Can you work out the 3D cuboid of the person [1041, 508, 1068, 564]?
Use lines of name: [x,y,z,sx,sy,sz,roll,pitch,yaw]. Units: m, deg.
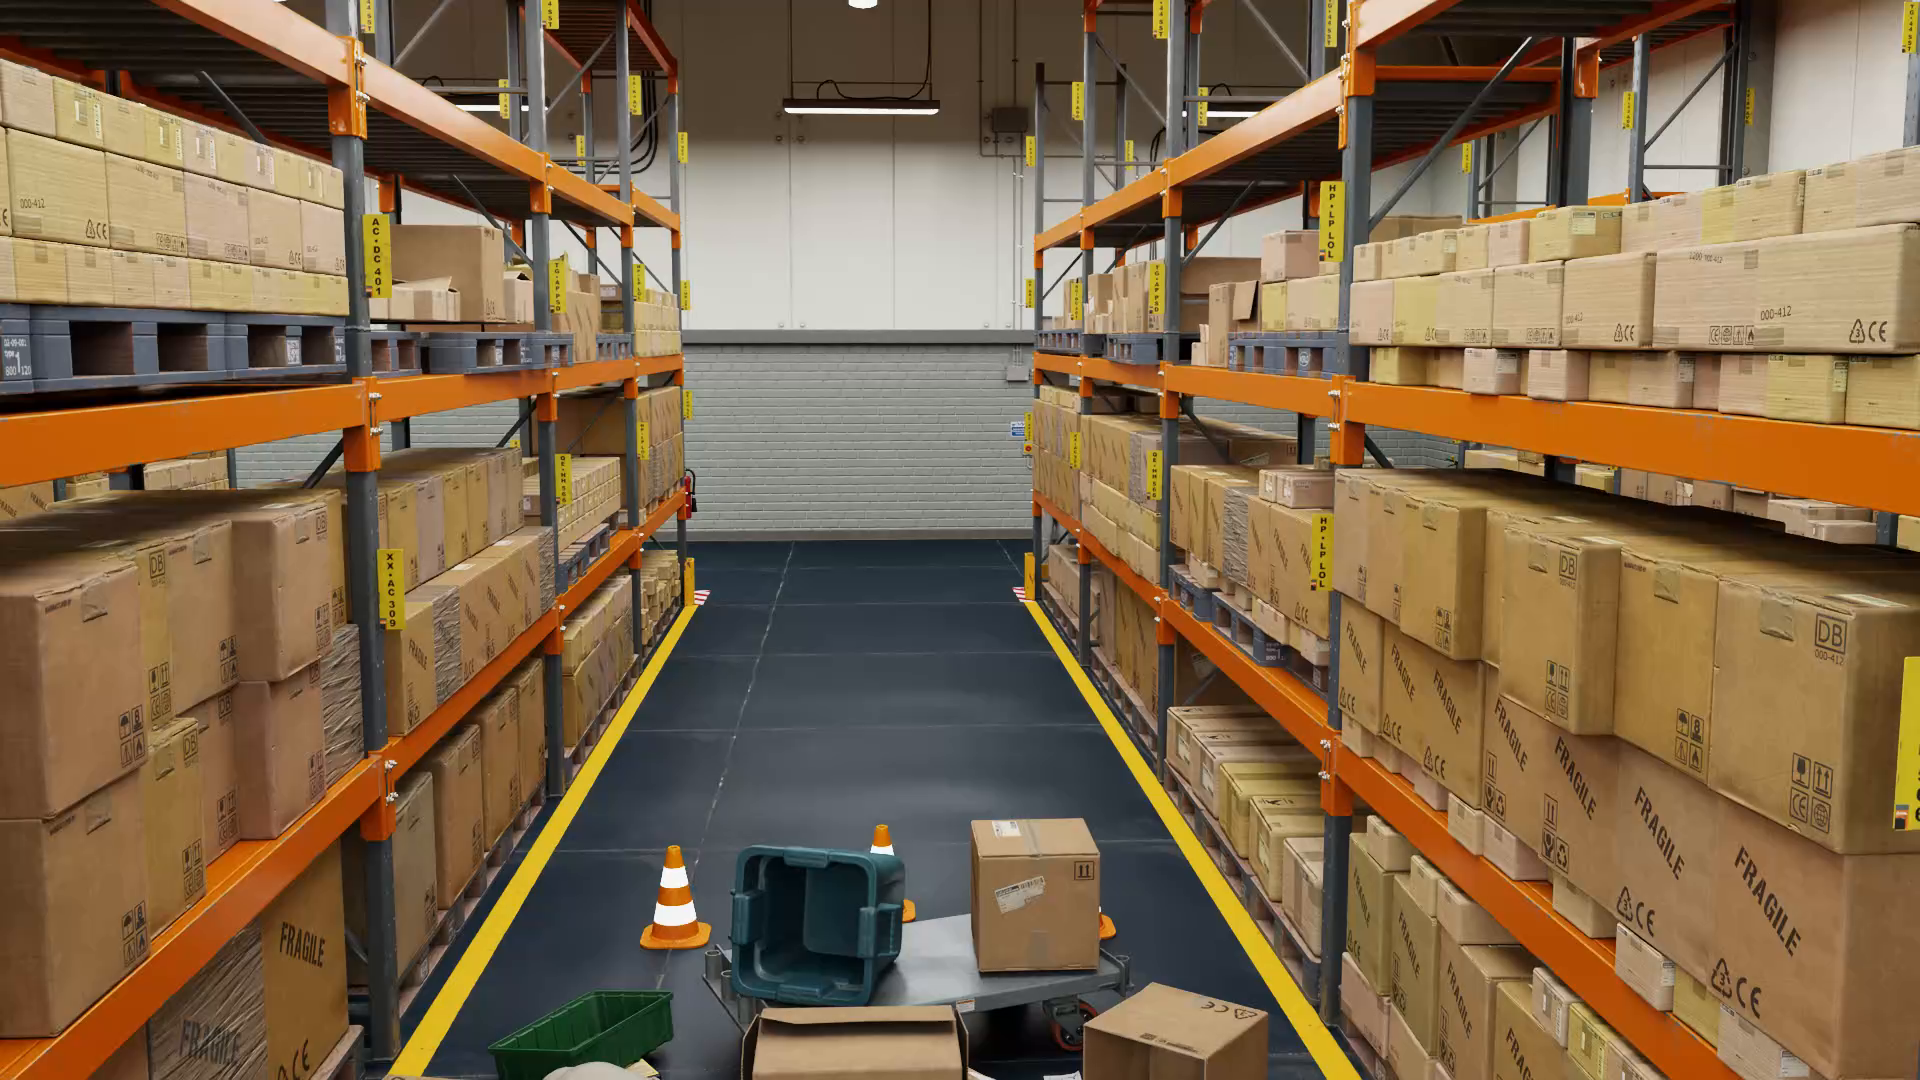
person: [1.175,-0.348,20.559,0.453,1.676,0.390,0,7,-3]
